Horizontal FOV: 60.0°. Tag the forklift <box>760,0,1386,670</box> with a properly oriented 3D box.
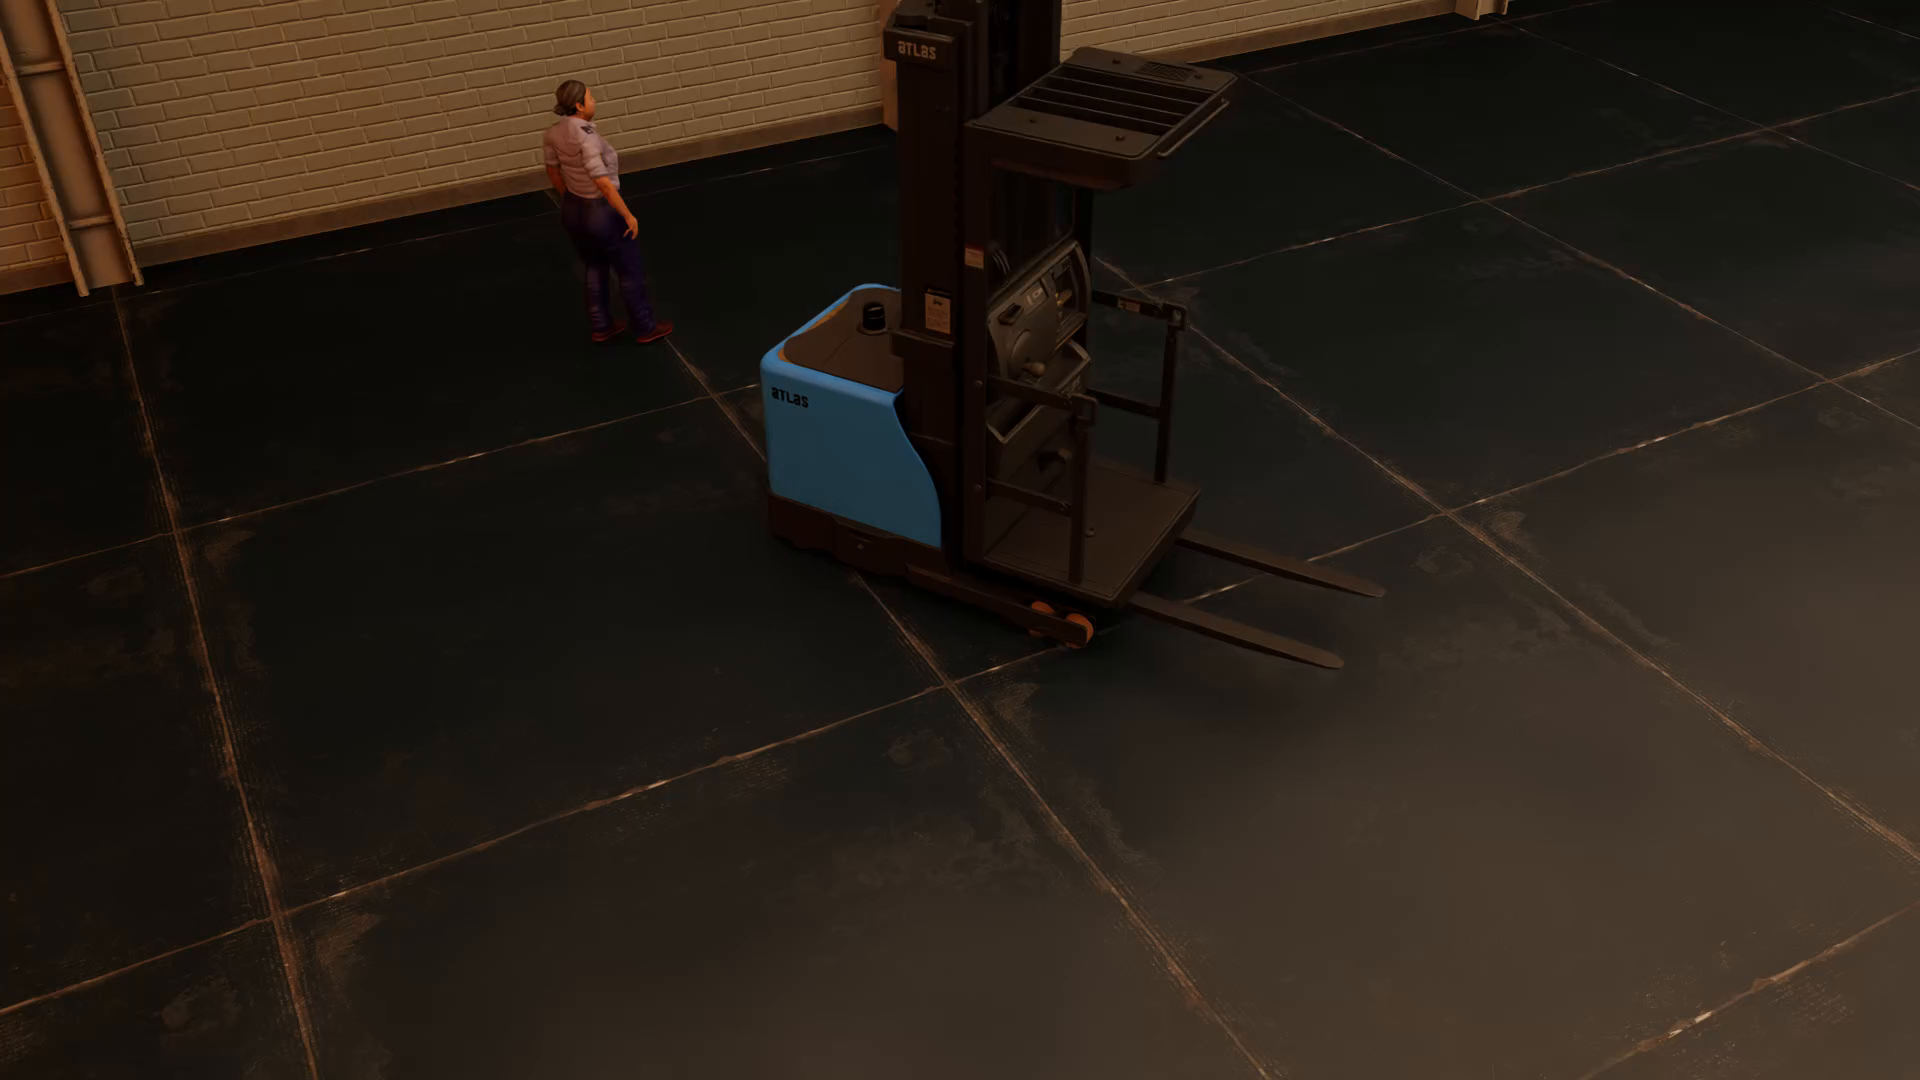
[{"bbox_3d":[0.548,-1.031,7.581,3.031,2.935,1.130,18,39,23],"label":"forklift"}]

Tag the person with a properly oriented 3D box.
[{"bbox_3d":[-2.134,-1.980,10.035,0.623,1.653,0.497,23,41,29],"label":"person"}]
